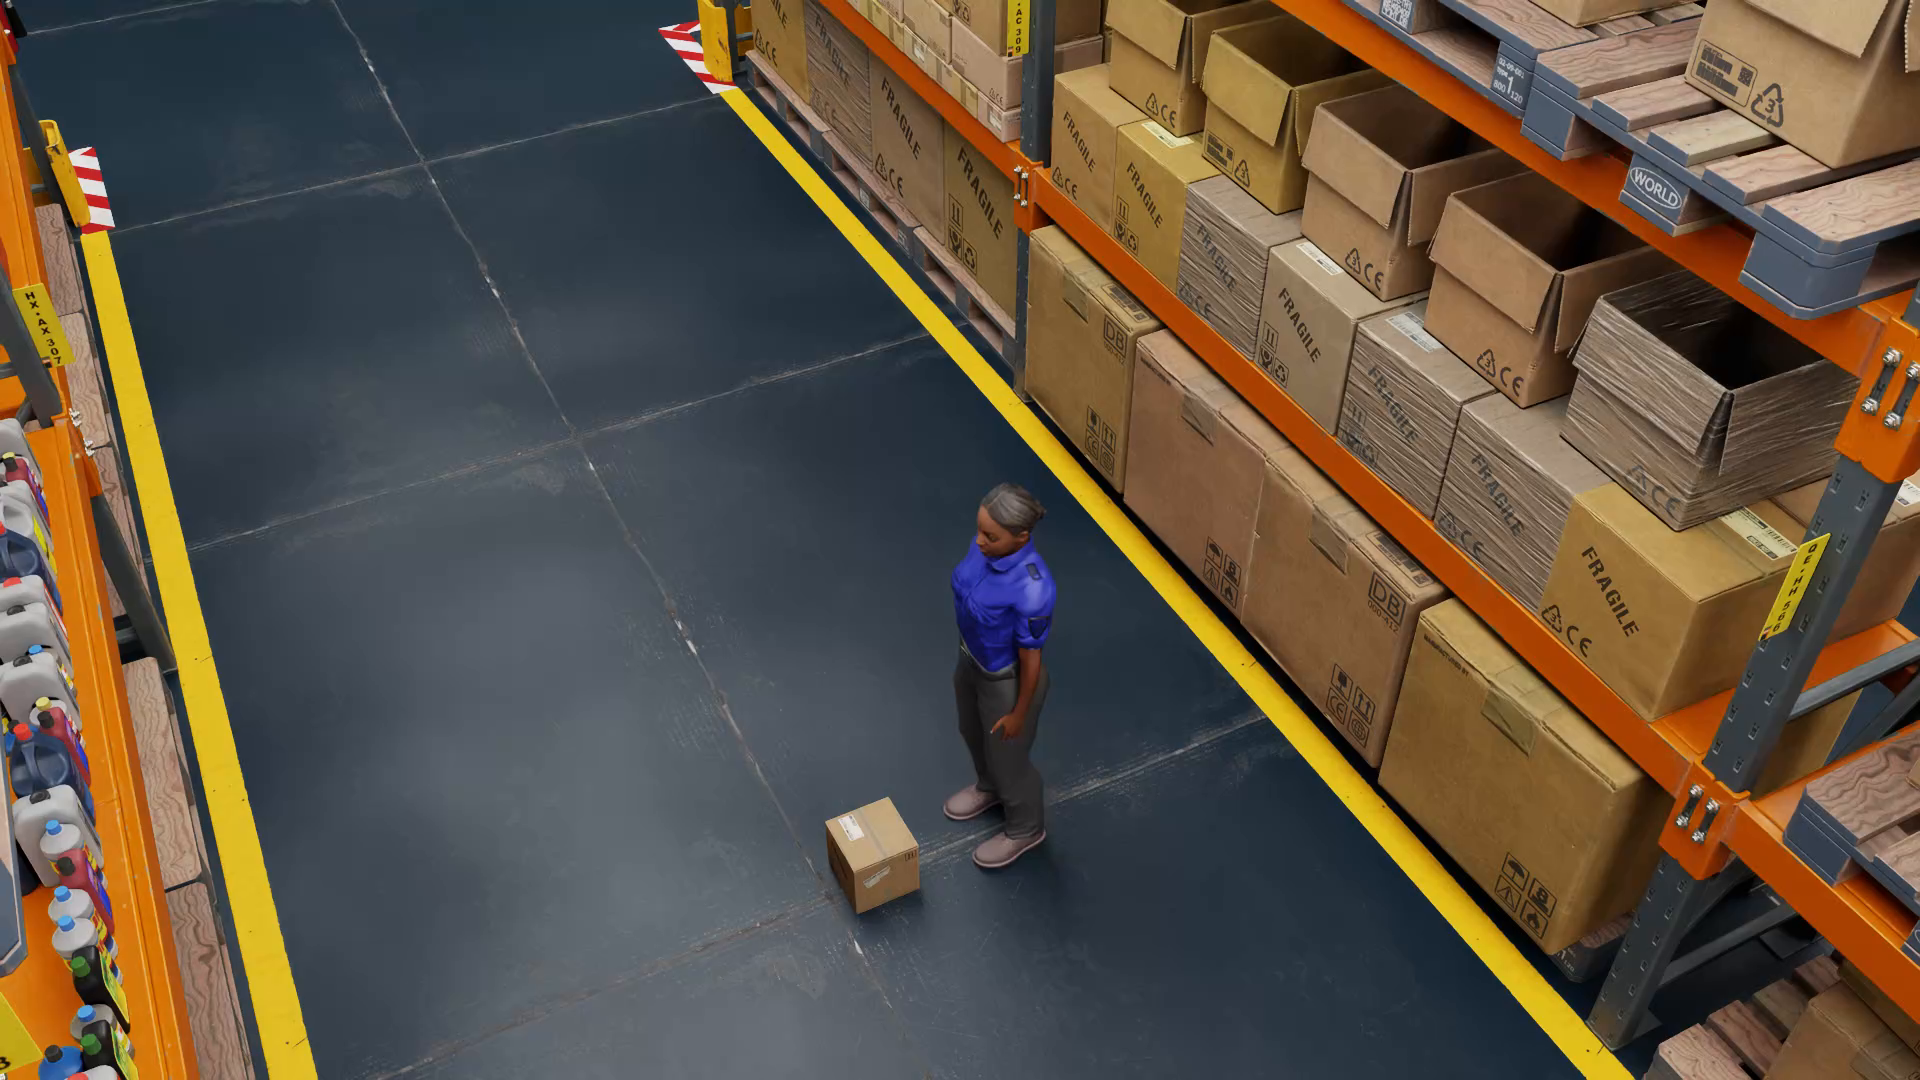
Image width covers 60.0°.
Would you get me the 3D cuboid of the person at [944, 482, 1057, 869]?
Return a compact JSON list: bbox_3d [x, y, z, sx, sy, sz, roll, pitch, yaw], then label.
[{"bbox_3d":[0.139,0.462,5.644,0.299,1.657,0.437,-17,44,-18],"label":"person"}]
